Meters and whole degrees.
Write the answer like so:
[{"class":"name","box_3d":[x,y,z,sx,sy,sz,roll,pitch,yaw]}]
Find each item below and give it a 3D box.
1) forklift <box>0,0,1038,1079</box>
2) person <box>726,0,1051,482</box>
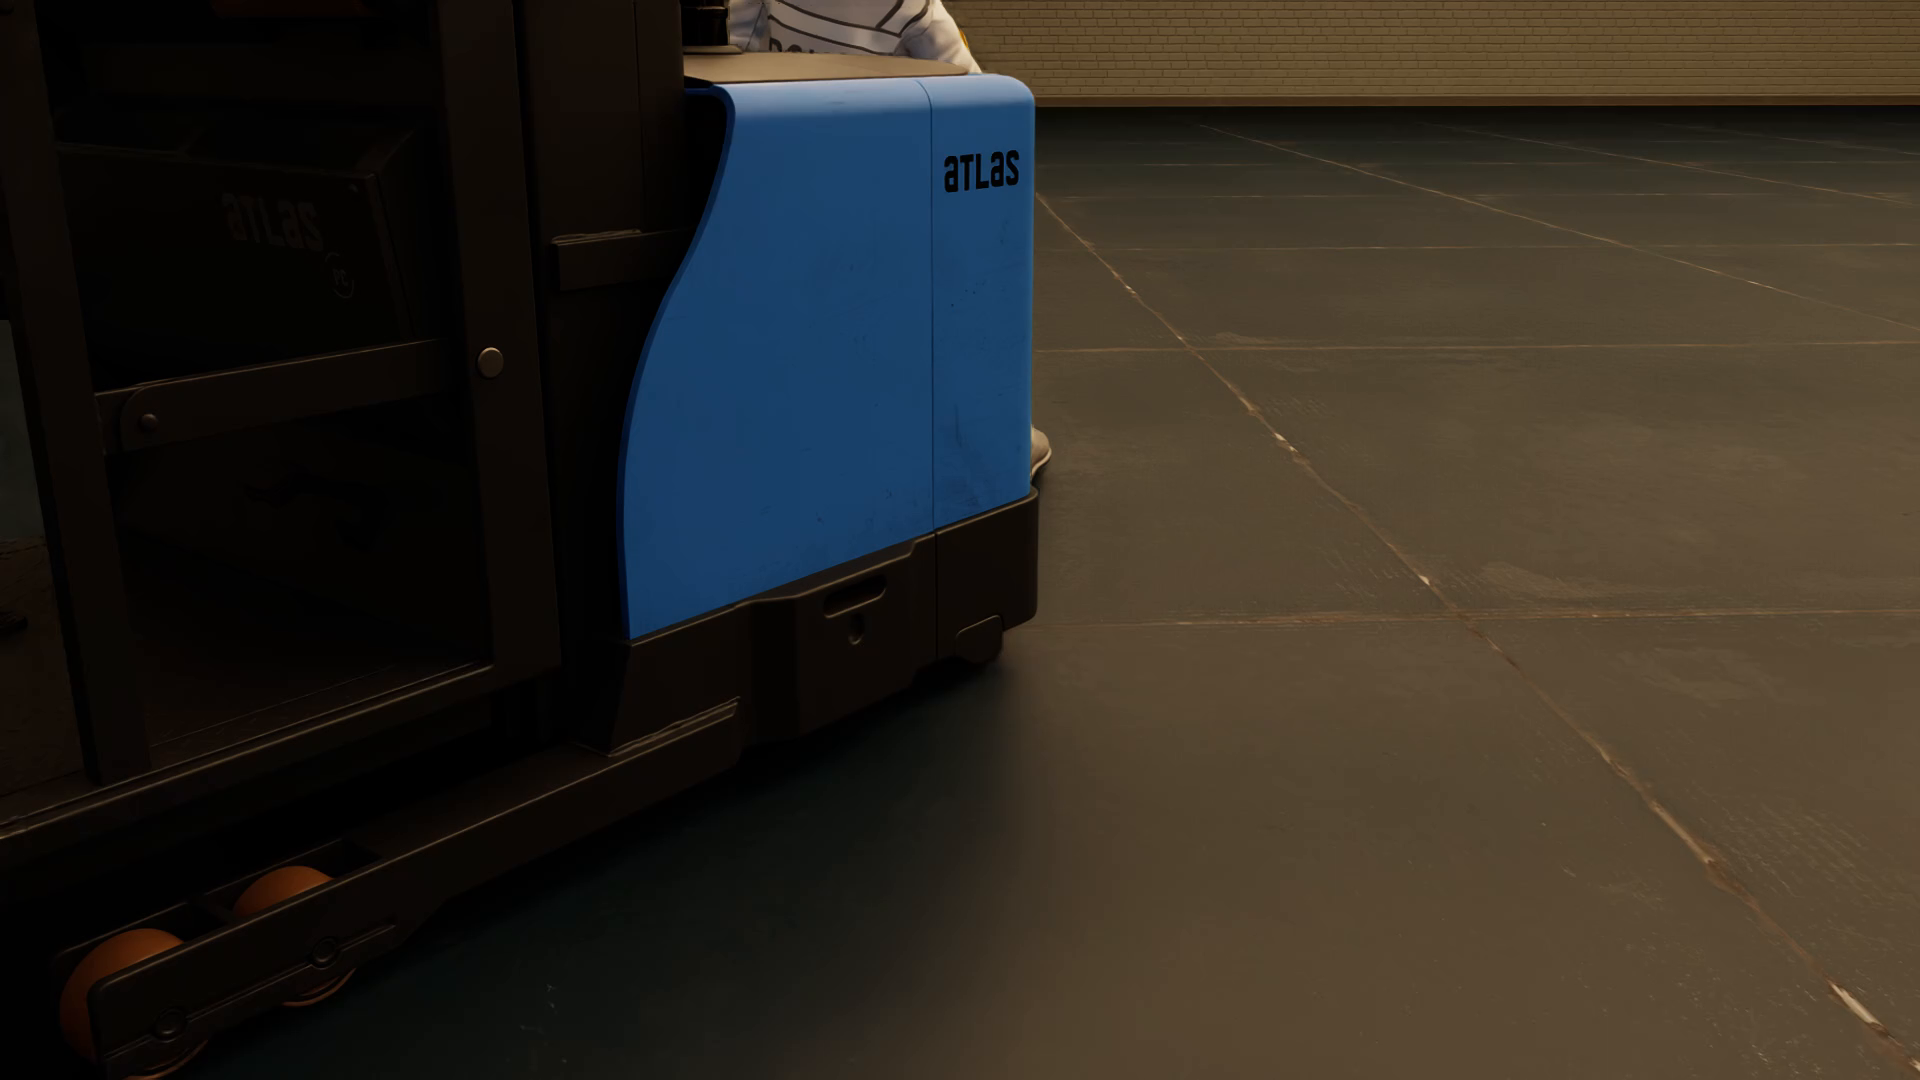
[{"class":"forklift","box_3d":[-1.155,-0.947,2.005,1.130,2.935,3.031,13,21,36]},{"class":"person","box_3d":[-0.162,-0.889,4.113,0.700,1.554,0.693,5,18,15]}]
